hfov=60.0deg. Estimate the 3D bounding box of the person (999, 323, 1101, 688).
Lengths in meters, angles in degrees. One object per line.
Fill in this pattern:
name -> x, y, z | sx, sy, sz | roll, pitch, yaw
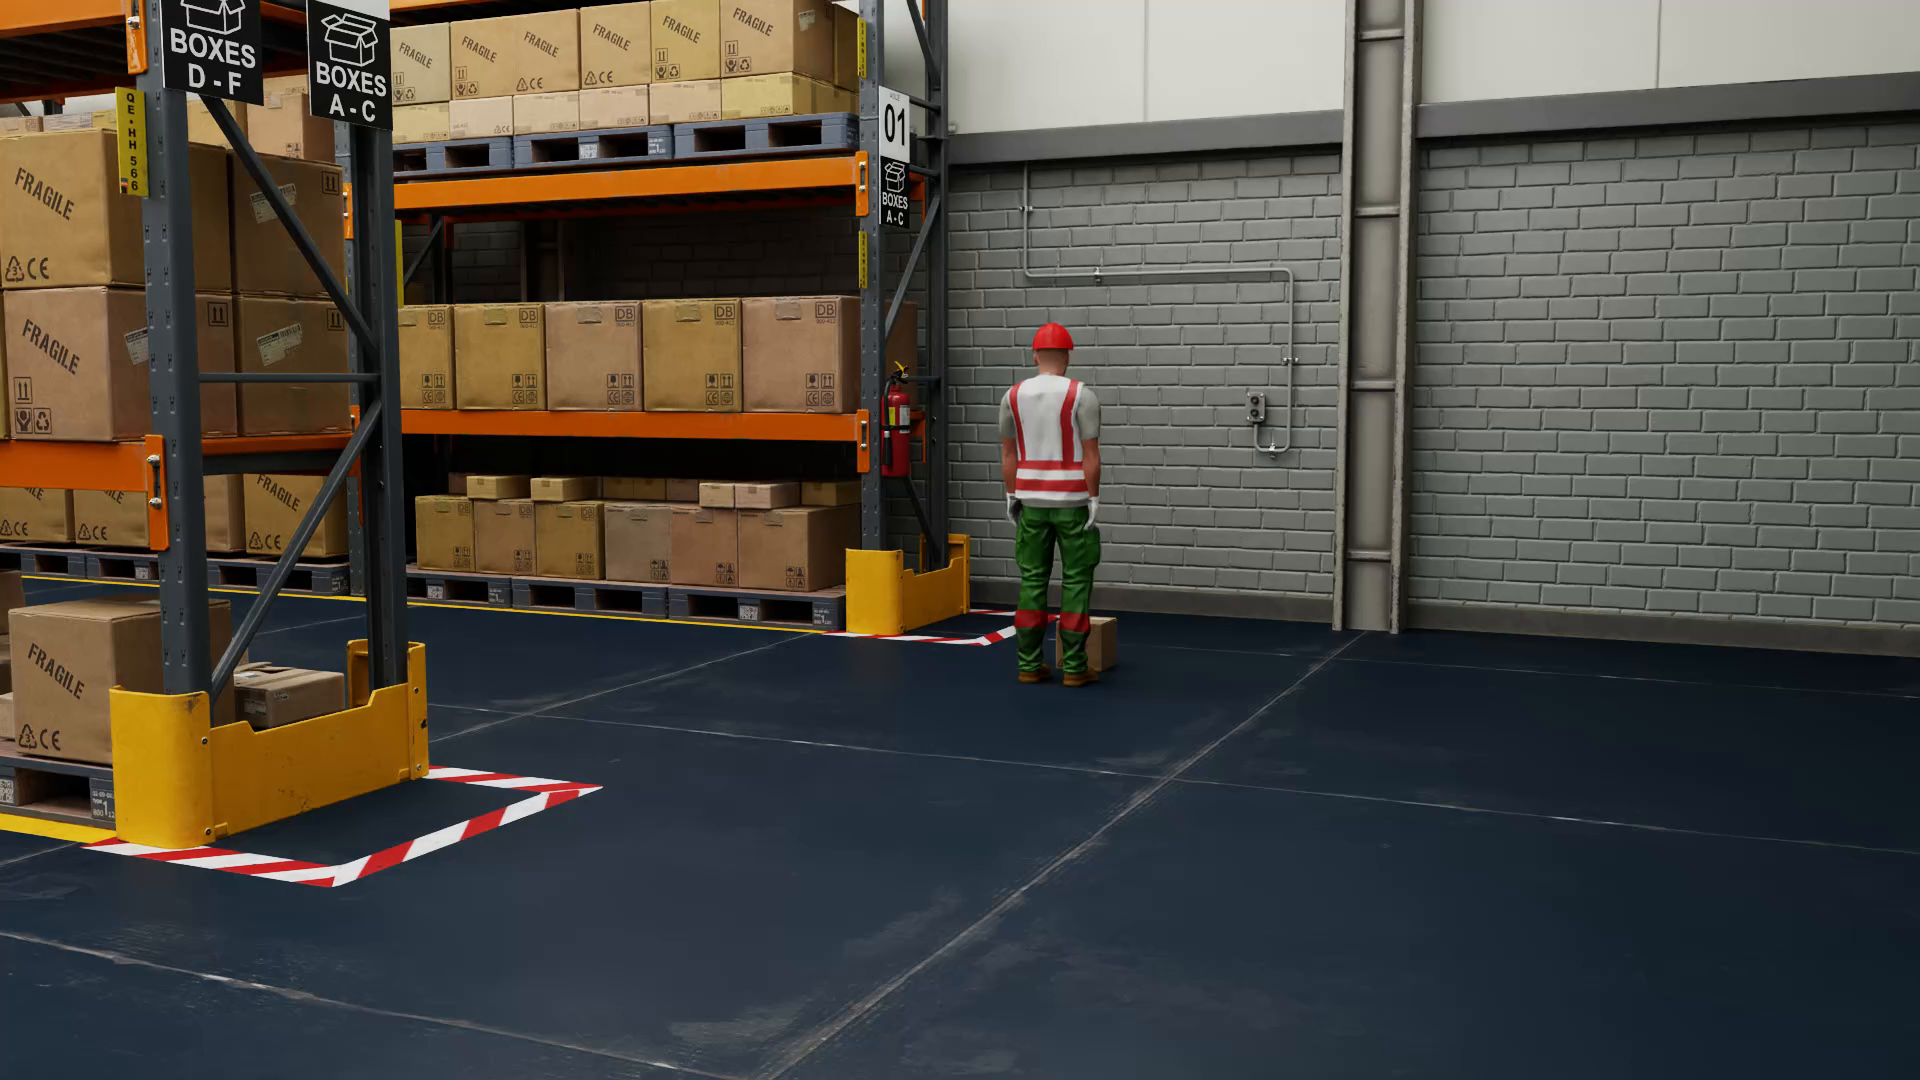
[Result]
person -> 0.459, -0.178, 8.237 | 0.527, 1.779, 0.347 | 3, 6, 25
